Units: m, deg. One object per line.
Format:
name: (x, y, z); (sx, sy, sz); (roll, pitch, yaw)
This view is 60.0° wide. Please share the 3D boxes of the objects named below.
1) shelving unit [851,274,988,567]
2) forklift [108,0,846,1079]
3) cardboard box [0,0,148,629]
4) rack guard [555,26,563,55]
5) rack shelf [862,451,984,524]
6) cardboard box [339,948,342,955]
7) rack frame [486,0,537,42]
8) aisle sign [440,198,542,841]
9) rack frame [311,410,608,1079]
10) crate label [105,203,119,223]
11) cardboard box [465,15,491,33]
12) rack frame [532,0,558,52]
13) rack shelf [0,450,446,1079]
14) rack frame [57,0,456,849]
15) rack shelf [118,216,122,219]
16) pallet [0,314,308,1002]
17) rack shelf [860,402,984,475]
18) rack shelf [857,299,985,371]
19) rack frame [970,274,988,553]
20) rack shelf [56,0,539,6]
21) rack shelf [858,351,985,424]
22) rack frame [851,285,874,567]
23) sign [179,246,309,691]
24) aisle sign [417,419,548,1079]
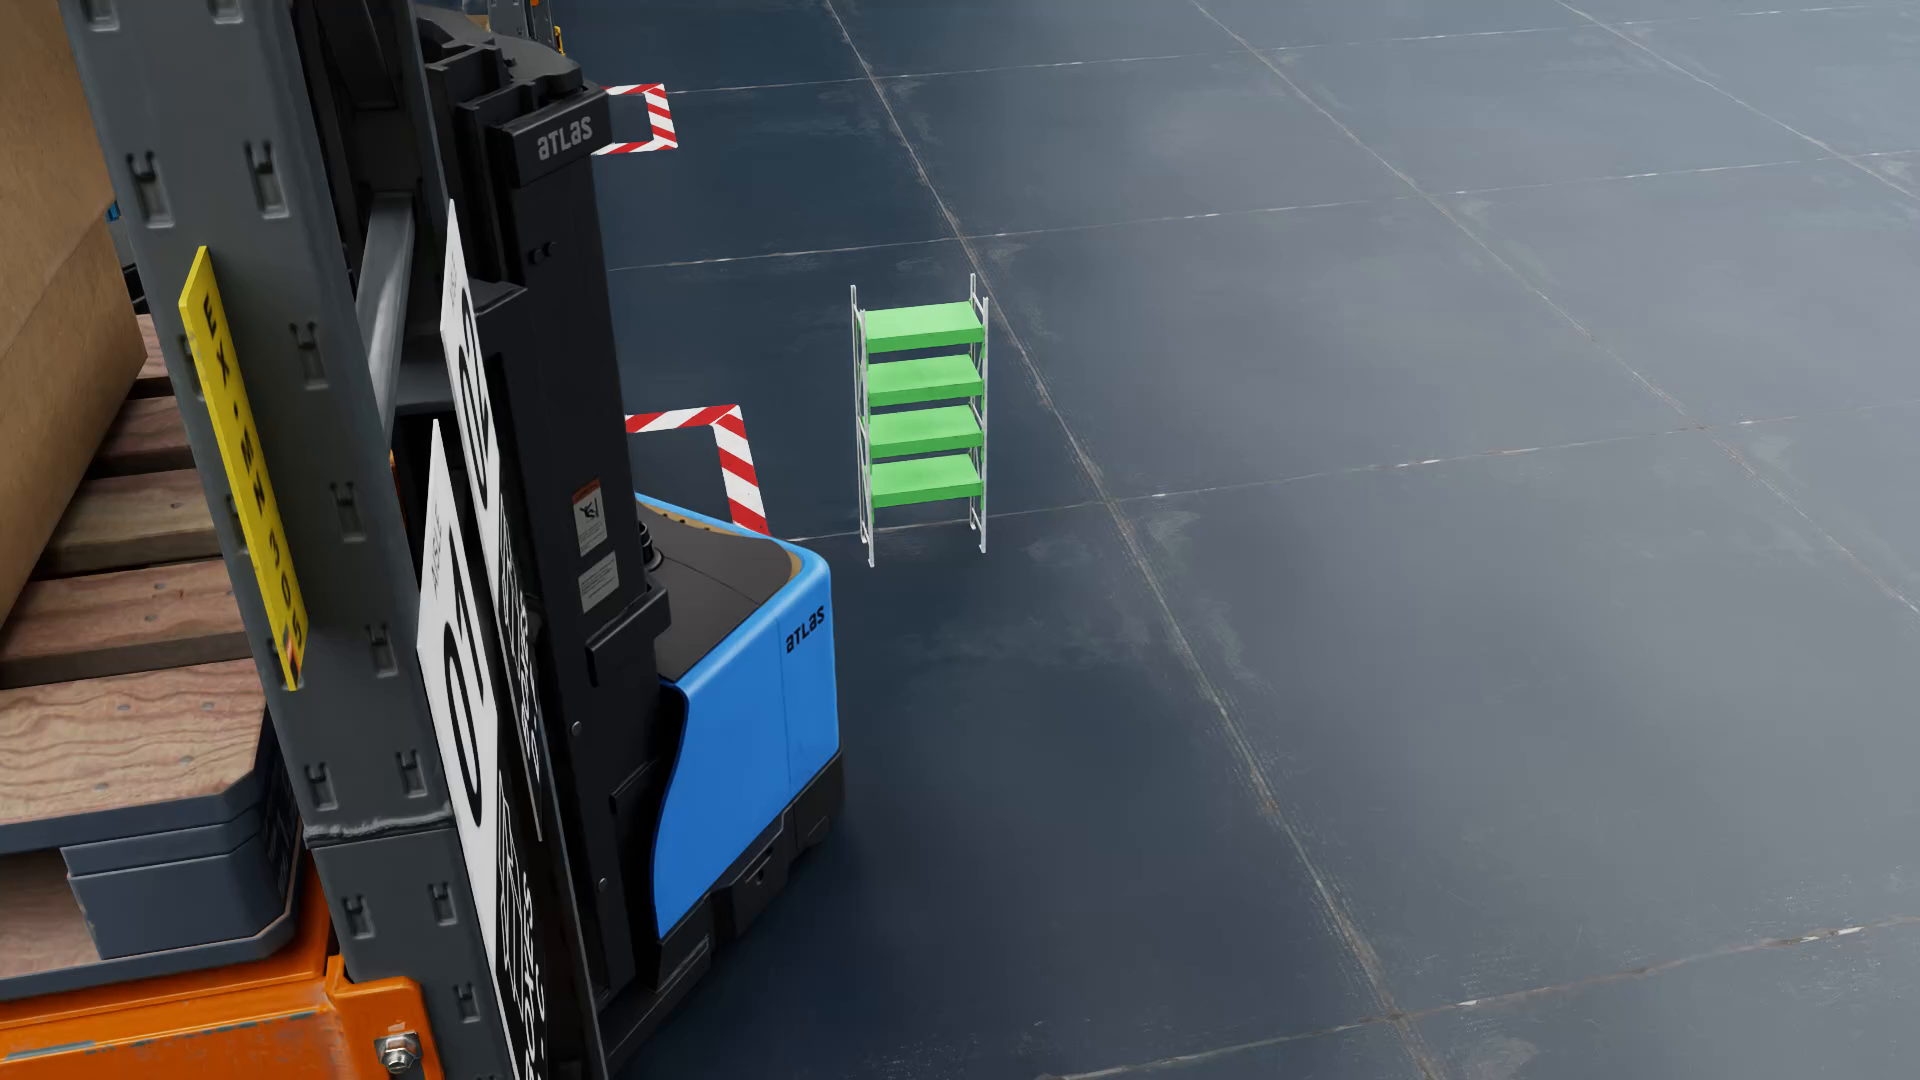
shelving unit: (-0.161, -0.478, 6.885); (0.503, 1.200, 0.258); (-7, 35, -11)
forklift: (-1.557, 0.307, 4.162); (1.130, 2.935, 3.031); (17, 38, 24)
cardboard box: (-1.184, -0.215, 1.591); (0.637, 0.503, 0.797); (-5, 34, -7)
rack guard: (-2.878, -3.099, 11.420); (0.348, 0.500, 1.175); (-7, 35, -11)
rack shelf: (-0.161, -0.226, 7.055); (0.480, 0.148, 0.258); (-7, 35, -11)
cardboard box: (-1.132, 0.715, 2.239); (0.500, 0.500, 0.700); (-7, 35, -10)
rack frame: (-1.712, -1.455, 6.726); (0.127, 3.000, 1.000); (-7, 35, -11)
aisle sign: (-0.626, -0.016, 2.249); (0.004, 0.787, 0.394); (-7, 35, -11)
rack frame: (-0.622, 1.238, 2.713); (0.127, 3.000, 1.000); (-7, 35, -11)
crate label: (-3.447, -1.096, 6.160); (0.616, 0.435, 0.502); (-7, 35, -11)
cardboard box: (-3.417, -3.215, 11.216); (0.500, 0.500, 0.500); (-1, 34, -2)
rack frame: (-2.804, -4.146, 10.737); (0.127, 3.000, 1.000); (-7, 35, -11)
rack shelf: (-2.573, 0.537, 1.711); (4.000, 0.370, 1.077); (-7, 35, -11)
rack frame: (-0.622, -1.253, 1.042); (0.127, 3.000, 1.000); (-7, 35, -11)
rack shelf: (-3.662, -0.910, 6.560); (4.000, 0.370, 1.077); (-7, 35, -11)
pallet: (-1.318, 0.102, 1.793); (1.213, 0.211, 1.003); (-7, 35, -11)
rack shelf: (-0.161, -0.425, 6.921); (0.480, 0.148, 0.258); (-7, 35, -11)
rack shelf: (-0.161, -0.823, 6.653); (0.480, 0.148, 0.258); (-7, 35, -11)
rack frame: (0.077, -0.508, 6.930); (0.015, 1.200, 0.240); (-7, 35, -11)
rack shelf: (-4.755, -3.602, 10.571); (4.000, 0.370, 1.077); (-7, 35, -11)
rack shelf: (-0.161, -0.624, 6.787); (0.480, 0.148, 0.258); (-7, 35, -11)
rack frame: (-0.399, -0.448, 6.841); (0.015, 1.200, 0.240); (-7, 35, -11)
sign: (-0.516, -0.046, 1.211); (0.005, 0.325, 0.100); (-7, 35, -11)
aisle sign: (-0.494, 0.310, 1.763); (0.004, 0.787, 0.394); (-7, 35, -11)
